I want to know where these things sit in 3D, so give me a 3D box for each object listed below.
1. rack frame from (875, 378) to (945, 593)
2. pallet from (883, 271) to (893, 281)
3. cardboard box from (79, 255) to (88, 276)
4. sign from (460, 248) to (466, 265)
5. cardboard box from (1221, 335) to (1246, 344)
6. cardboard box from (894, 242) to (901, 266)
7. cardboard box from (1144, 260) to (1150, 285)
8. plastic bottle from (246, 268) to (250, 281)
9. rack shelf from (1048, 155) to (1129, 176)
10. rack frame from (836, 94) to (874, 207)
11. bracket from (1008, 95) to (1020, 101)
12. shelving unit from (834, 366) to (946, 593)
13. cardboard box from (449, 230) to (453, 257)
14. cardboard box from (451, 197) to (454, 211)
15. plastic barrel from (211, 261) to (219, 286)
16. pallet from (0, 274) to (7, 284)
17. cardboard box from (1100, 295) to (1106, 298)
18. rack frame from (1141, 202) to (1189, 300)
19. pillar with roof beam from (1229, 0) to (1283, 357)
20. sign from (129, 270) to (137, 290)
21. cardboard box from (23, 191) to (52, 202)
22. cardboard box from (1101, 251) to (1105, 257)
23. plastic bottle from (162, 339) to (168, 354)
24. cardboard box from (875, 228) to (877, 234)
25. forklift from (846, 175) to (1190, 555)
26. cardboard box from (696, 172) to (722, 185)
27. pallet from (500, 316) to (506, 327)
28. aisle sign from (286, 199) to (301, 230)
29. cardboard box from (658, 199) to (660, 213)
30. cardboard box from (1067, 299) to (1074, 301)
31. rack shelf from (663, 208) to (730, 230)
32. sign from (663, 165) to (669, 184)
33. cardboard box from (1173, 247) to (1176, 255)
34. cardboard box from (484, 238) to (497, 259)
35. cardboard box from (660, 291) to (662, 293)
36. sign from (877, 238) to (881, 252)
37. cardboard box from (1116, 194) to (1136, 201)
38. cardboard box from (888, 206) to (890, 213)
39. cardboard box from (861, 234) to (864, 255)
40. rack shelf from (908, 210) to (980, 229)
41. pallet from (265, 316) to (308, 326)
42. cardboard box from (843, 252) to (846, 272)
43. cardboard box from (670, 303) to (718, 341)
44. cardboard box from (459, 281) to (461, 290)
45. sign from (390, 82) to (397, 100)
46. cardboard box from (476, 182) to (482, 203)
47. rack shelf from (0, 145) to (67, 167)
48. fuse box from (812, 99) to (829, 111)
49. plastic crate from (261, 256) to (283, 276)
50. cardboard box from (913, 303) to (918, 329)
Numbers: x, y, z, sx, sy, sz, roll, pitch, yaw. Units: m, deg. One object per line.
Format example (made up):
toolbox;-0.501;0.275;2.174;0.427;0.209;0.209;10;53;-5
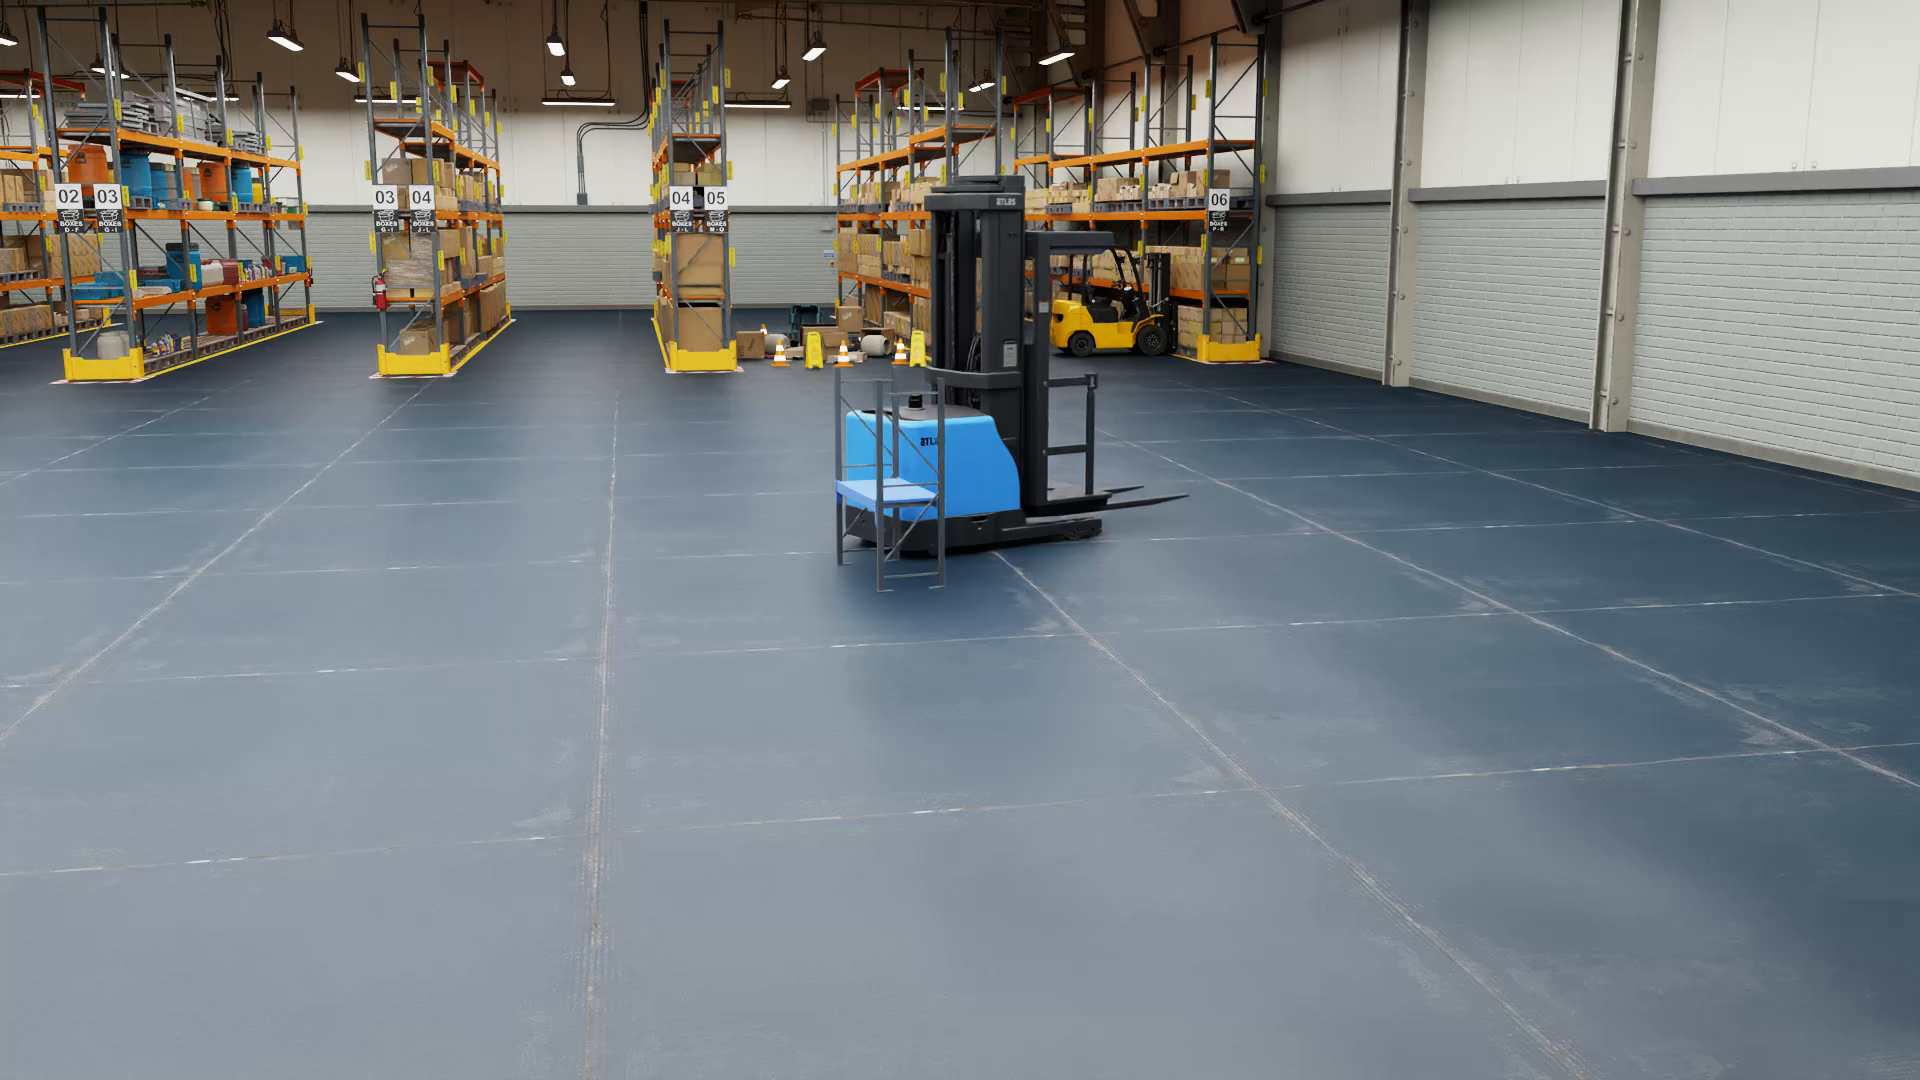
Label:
rack frame;-0.347;-0.383;11.697;0.500;1.500;0.032;-4;11;-20
pallet;-1.066;-5.972;37.563;1.213;0.211;1.003;-2;11;-11
cardboard box;-21.753;-6.730;40.768;0.500;0.500;0.500;-2;11;-11
sign;-9.721;-5.545;32.494;0.100;0.325;0.005;-2;11;-11
cardboard box;5.212;-3.860;32.183;0.500;0.250;0.500;-2;11;-11
cardboard box;-1.141;-6.219;36.163;0.500;0.500;0.500;-3;11;-13
cardboard box;4.168;-5.599;34.822;0.500;0.500;0.500;-2;11;-13
plastic bottle;-15.835;-5.900;36.984;0.061;0.283;0.133;-2;11;-11
rack shelf;3.170;-9.138;40.635;1.077;0.370;4.000;-2;11;-11
rack frame;-2.865;-10.607;45.360;1.000;3.000;0.127;-2;11;-11
bracket;1.391;-13.660;51.770;0.076;0.066;5.218;-2;11;-11
shelving unit;-0.525;-0.472;12.164;0.538;1.500;1.048;-4;11;-20
cardboard box;-9.606;-5.438;30.506;0.500;0.500;0.500;-2;11;-11
cardboard box;-9.815;-6.329;31.303;0.500;0.250;0.500;-2;11;-10
plastic barrel;-15.396;-5.449;34.005;0.421;0.512;0.421;0;11;0
pallet;-20.948;-5.501;35.087;1.213;0.211;1.003;-2;11;-11
cardboard box;3.611;-5.871;40.345;0.380;0.149;0.250;-2;11;-10
rack frame;4.337;-5.641;35.309;1.000;3.000;0.127;-2;11;-11
pillar with roof beam;1.641;-7.858;30.915;9.100;9.000;0.548;-2;11;-11
sign;-13.792;-4.340;27.738;0.100;0.325;0.005;-2;11;-11
cardboard box;-21.376;-7.950;38.486;0.500;0.250;0.500;-2;11;-11
cardboard box;3.461;-6.578;38.231;0.380;0.149;0.250;-2;11;-9
plastic bottle;-14.505;-3.523;30.306;0.097;0.271;0.097;0;11;0
cardboard box;-1.959;-7.899;42.500;0.380;0.149;0.250;-2;11;-10
forklift;0.576;-1.511;13.794;3.031;2.935;1.130;-7;13;-33
cardboard box;-4.431;-6.426;29.631;0.500;0.250;0.500;-2;11;-11
pallet;-12.119;-5.563;42.359;1.003;0.211;1.213;-2;11;-11
aisle sign;-17.171;-8.421;42.963;0.394;0.787;0.004;-2;11;-11
cardboard box;-6.615;-7.704;37.860;0.500;0.500;0.500;-2;11;-11
cardboard box;2.955;-5.705;41.210;0.500;0.500;0.500;-3;11;-13
rack shelf;-4.978;-6.014;31.174;1.077;0.370;4.000;-2;11;-11
sign;-5.124;-6.380;29.014;0.100;0.325;0.005;-2;11;-11
cardboard box;4.503;-5.807;33.385;0.380;0.149;0.250;-2;11;-11
cardboard box;-11.738;-7.195;41.075;0.500;0.500;0.500;-2;11;-11
cardboard box;-6.932;-5.832;39.872;0.500;0.250;0.500;-2;11;-9
sign;-1.853;-6.741;37.994;0.100;0.325;0.005;-2;11;-11
cardboard box;3.676;-7.578;36.748;0.380;0.149;0.250;-2;11;-12
cardboard box;-1.414;-7.479;37.619;0.380;0.149;0.250;-2;11;-11
cardboard box;-2.157;-7.283;40.999;0.500;0.500;0.500;-2;11;-11
rack shelf;-0.142;-6.213;32.217;1.077;0.370;4.000;-2;11;-11
pallet;-17.322;-5.597;42.539;1.003;0.211;1.213;-2;11;-11
cardboard box;-2.846;-7.425;44.418;0.500;0.500;0.500;-2;11;-11
cardboard box;-4.959;-3.973;31.107;0.875;0.875;0.875;-2;11;-12
cardboard box;-9.921;-4.947;32.336;0.380;0.149;0.250;-2;11;-11
sign;-10.795;-8.562;31.689;0.100;0.325;0.005;-2;11;-11
cardboard box;-11.685;-8.189;39.287;0.700;0.500;0.500;-2;11;-10
rack shelf;-21.914;-9.166;39.717;1.077;0.370;4.000;-2;11;-11
fuse box;-4.227;-13.198;50.415;0.513;0.334;0.176;-2;11;-11
plastic crate;-16.594;-6.620;40.123;0.402;0.464;0.583;-2;11;-11
cardboard box;-0.681;-4.565;33.885;0.500;0.500;0.500;-2;11;-8
